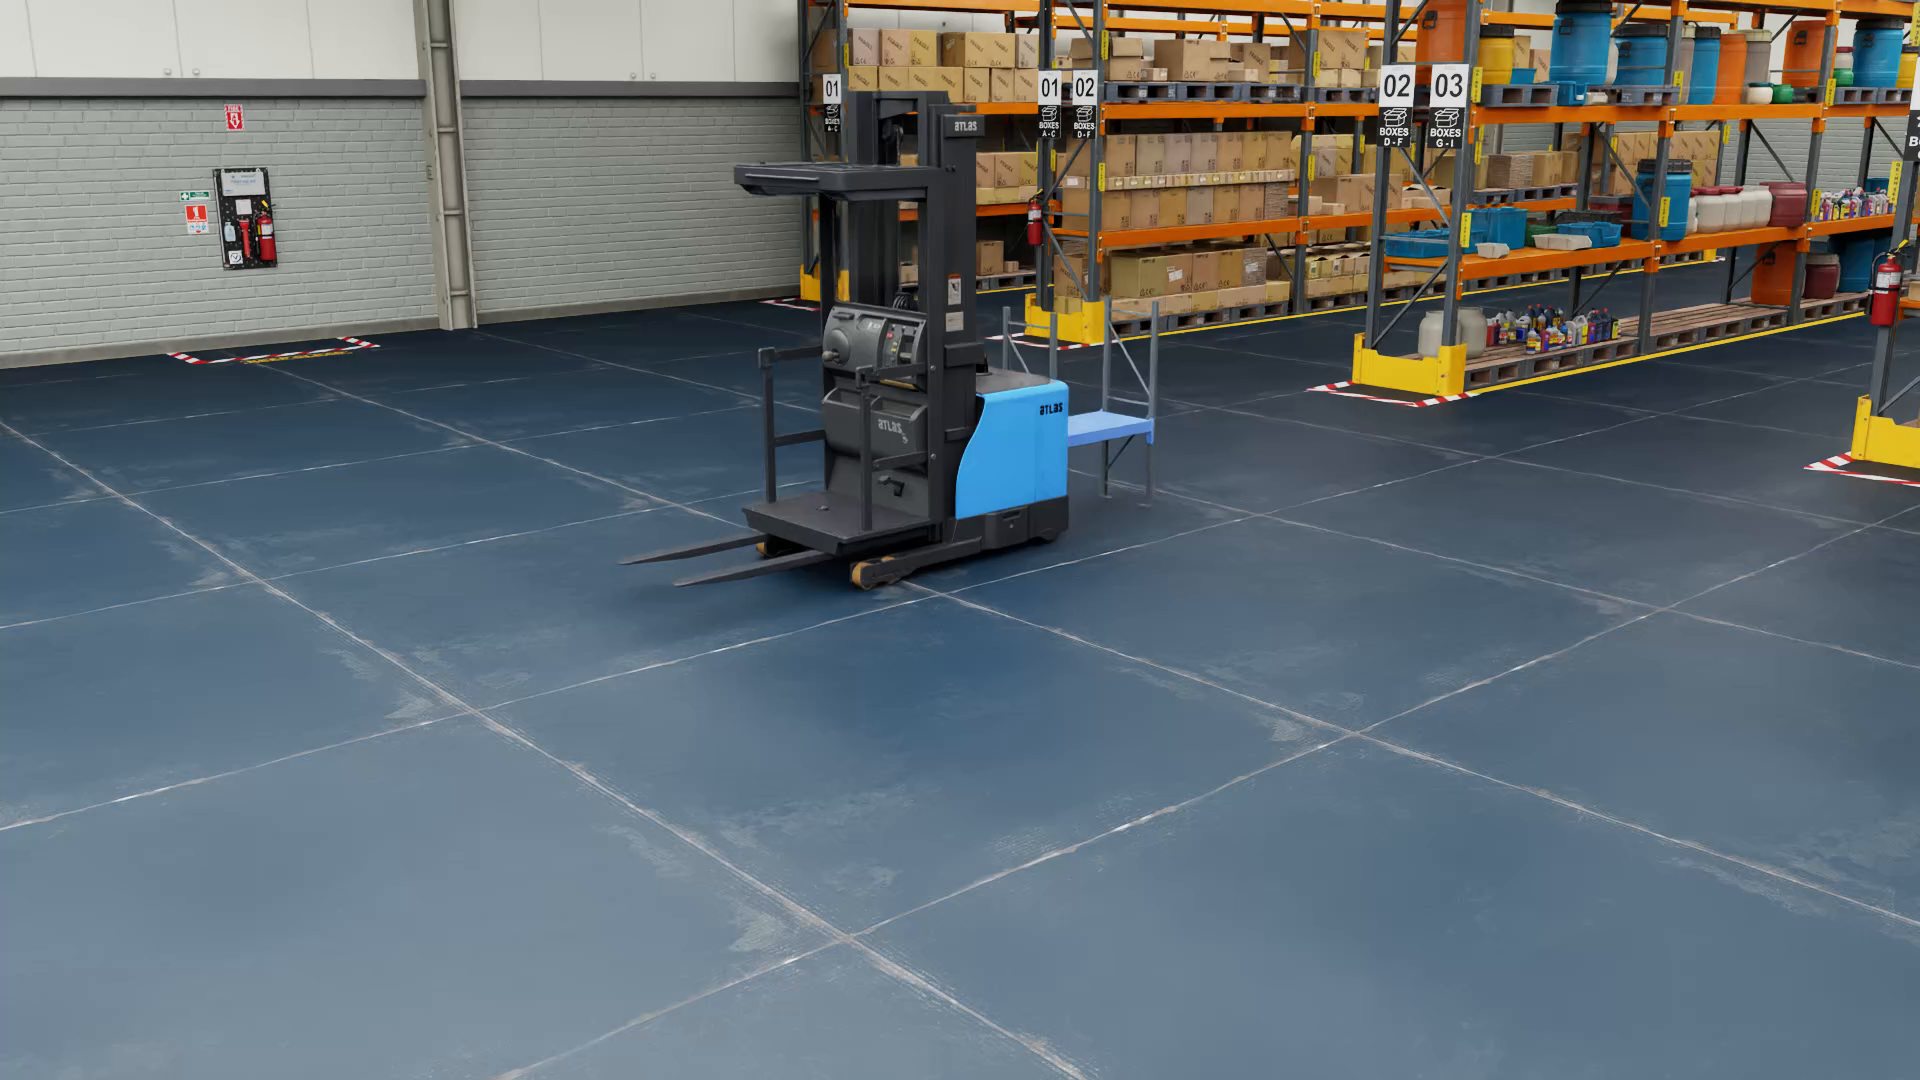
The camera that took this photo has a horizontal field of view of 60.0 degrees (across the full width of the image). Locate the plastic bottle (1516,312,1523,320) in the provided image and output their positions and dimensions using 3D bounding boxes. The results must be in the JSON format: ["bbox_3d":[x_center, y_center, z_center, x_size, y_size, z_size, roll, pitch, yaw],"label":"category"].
[{"bbox_3d":[6.415,-2.468,19.089,0.133,0.283,0.061,-12,19,-37],"label":"plastic bottle"}]

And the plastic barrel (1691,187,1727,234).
[{"bbox_3d":[9.009,-3.985,20.094,0.433,0.535,0.433,0,15,0],"label":"plastic barrel"}]

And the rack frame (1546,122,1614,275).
[{"bbox_3d":[10.376,-5.996,27.885,0.127,3.000,1.000,-13,19,-39],"label":"rack frame"}]

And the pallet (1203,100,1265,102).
[{"bbox_3d":[4.555,-7.760,29.041,1.003,0.211,1.213,-12,19,-37],"label":"pallet"}]

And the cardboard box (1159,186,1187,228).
[{"bbox_3d":[2.456,-4.261,21.196,0.500,0.500,0.700,-12,19,-39],"label":"cardboard box"}]

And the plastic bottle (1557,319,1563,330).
[{"bbox_3d":[6.710,-2.318,18.525,0.133,0.283,0.061,-13,19,-39],"label":"plastic bottle"}]

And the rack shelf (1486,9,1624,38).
[{"bbox_3d":[8.868,-8.015,25.987,4.000,0.370,1.077,-13,19,-39],"label":"rack shelf"}]

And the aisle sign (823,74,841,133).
[{"bbox_3d":[-1.788,-6.112,23.283,0.004,0.787,0.394,-13,19,-39],"label":"aisle sign"}]

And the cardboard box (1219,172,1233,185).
[{"bbox_3d":[3.318,-4.700,21.582,0.250,0.149,0.380,-12,19,-38],"label":"cardboard box"}]

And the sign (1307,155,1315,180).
[{"bbox_3d":[4.707,-4.990,22.286,0.005,0.325,0.100,-13,19,-39],"label":"sign"}]

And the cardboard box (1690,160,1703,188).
[{"bbox_3d":[12.846,-6.505,29.595,0.500,0.500,0.500,-12,19,-39],"label":"cardboard box"}]

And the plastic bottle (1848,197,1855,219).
[{"bbox_3d":[12.048,-4.494,22.489,0.133,0.283,0.061,-13,19,-39],"label":"plastic bottle"}]

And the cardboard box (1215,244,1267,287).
[{"bbox_3d":[3.750,-3.674,22.253,0.500,0.500,0.500,-13,19,-39],"label":"cardboard box"}]

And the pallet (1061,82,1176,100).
[{"bbox_3d":[1.874,-5.484,20.329,1.213,0.211,1.003,-13,19,-39],"label":"pallet"}]

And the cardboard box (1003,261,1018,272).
[{"bbox_3d":[0.703,-4.352,26.367,0.380,0.166,0.250,13,20,40],"label":"cardboard box"}]

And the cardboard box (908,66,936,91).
[{"bbox_3d":[-0.697,-6.615,24.157,0.500,0.500,0.500,-12,19,-37],"label":"cardboard box"}]

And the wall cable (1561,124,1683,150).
[{"bbox_3d":[14.641,-9.924,36.983,0.112,2.526,3.097,-13,19,-39],"label":"wall cable"}]

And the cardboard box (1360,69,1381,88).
[{"bbox_3d":[5.824,-6.532,23.558,0.500,0.250,0.500,14,20,42],"label":"cardboard box"}]

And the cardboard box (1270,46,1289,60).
[{"bbox_3d":[5.965,-8.812,30.116,0.500,0.250,0.500,-13,20,-41],"label":"cardboard box"}]

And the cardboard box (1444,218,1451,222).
[{"bbox_3d":[9.677,-6.495,33.782,0.500,0.500,0.700,-13,19,-39],"label":"cardboard box"}]

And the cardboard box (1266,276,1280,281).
[{"bbox_3d":[4.464,-3.642,23.587,0.500,0.250,0.500,-13,20,-40],"label":"cardboard box"}]

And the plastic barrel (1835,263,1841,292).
[{"bbox_3d":[12.185,-3.745,23.465,0.421,0.512,0.421,0,15,0],"label":"plastic barrel"}]

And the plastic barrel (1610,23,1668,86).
[{"bbox_3d":[7.831,-5.496,19.228,0.708,0.901,0.600,-13,19,-39],"label":"plastic barrel"}]

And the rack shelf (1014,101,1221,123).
[{"bbox_3d":[2.596,-7.045,27.394,4.000,0.370,1.077,-13,19,-39],"label":"rack shelf"}]

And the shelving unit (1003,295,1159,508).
[{"bbox_3d":[0.853,-0.923,11.799,1.048,1.500,0.538,-13,20,-40],"label":"shelving unit"}]

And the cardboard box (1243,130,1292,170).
[{"bbox_3d":[4.011,-5.240,22.345,0.500,0.500,0.700,-13,19,-39],"label":"cardboard box"}]

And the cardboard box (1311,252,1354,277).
[{"bbox_3d":[5.198,-3.892,23.434,0.500,0.311,0.500,-13,20,-40],"label":"cardboard box"}]

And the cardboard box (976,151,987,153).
[{"bbox_3d":[0.202,-5.778,25.868,0.500,0.500,0.500,-13,20,-40],"label":"cardboard box"}]

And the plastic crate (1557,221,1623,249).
[{"bbox_3d":[6.934,-3.364,18.319,0.616,0.251,0.499,-13,19,-39],"label":"plastic crate"}]

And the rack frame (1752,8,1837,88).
[{"bbox_3d":[10.608,-7.252,20.962,0.127,3.000,1.000,-13,19,-39],"label":"rack frame"}]

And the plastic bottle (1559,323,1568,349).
[{"bbox_3d":[6.632,-2.249,18.290,0.097,0.271,0.097,0,15,0],"label":"plastic bottle"}]

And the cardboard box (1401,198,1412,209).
[{"bbox_3d":[6.434,-4.970,24.531,0.250,0.149,0.380,-11,18,-35],"label":"cardboard box"}]

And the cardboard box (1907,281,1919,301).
[{"bbox_3d":[7.903,-2.001,13.416,0.250,0.149,0.380,-13,19,-39],"label":"cardboard box"}]

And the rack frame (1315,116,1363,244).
[{"bbox_3d":[7.122,-6.960,31.493,0.127,3.000,1.000,-13,19,-39],"label":"rack frame"}]

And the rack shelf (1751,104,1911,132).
[{"bbox_3d":[12.116,-5.794,22.710,4.000,0.370,1.077,-13,19,-39],"label":"rack shelf"}]

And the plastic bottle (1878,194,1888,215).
[{"bbox_3d":[12.884,-4.694,23.252,0.135,0.276,0.152,-13,19,-39],"label":"plastic bottle"}]

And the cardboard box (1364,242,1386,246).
[{"bbox_3d":[6.380,-4.342,25.119,0.500,0.311,0.500,-13,20,-41],"label":"cardboard box"}]

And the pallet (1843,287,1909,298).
[{"bbox_3d":[13.016,-3.561,24.174,1.213,0.211,1.003,-13,19,-39],"label":"pallet"}]

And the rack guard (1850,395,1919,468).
[{"bbox_3d":[7.881,-0.839,13.423,0.348,0.500,1.175,-13,19,-39],"label":"rack guard"}]

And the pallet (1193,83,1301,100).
[{"bbox_3d":[3.715,-5.898,21.876,1.213,0.211,1.003,-13,19,-39],"label":"pallet"}]

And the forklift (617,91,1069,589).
[{"bbox_3d":[-0.697,-1.267,10.313,3.031,2.935,1.130,-13,20,-40],"label":"forklift"}]

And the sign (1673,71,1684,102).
[{"bbox_3d":[7.943,-5.020,18.403,0.005,0.325,0.100,-13,19,-39],"label":"sign"}]

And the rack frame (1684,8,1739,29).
[{"bbox_3d":[13.394,-9.572,29.648,0.127,3.000,1.000,-13,19,-39],"label":"rack frame"}]

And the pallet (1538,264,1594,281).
[{"bbox_3d":[9.788,-4.504,27.702,1.213,0.211,1.003,-13,19,-39],"label":"pallet"}]

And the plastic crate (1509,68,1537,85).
[{"bbox_3d":[5.814,-4.821,17.706,0.575,0.384,0.392,-13,19,-39],"label":"plastic crate"}]

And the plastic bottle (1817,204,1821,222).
[{"bbox_3d":[11.252,-4.316,21.845,0.097,0.271,0.097,0,15,0],"label":"plastic bottle"}]

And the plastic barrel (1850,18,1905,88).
[{"bbox_3d":[12.438,-6.606,22.573,0.708,0.901,0.600,-13,19,-39],"label":"plastic barrel"}]

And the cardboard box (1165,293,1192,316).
[{"bbox_3d":[2.627,-3.055,21.390,0.500,0.250,0.500,-13,19,-39],"label":"cardboard box"}]

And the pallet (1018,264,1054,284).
[{"bbox_3d":[1.673,-4.390,27.274,1.213,0.211,1.003,-13,19,-39],"label":"pallet"}]

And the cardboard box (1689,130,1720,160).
[{"bbox_3d":[13.239,-7.076,29.797,0.500,0.500,0.500,-13,20,-40],"label":"cardboard box"}]

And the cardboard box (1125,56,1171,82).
[{"bbox_3d":[2.439,-5.980,21.102,0.500,0.311,0.500,-10,18,-33],"label":"cardboard box"}]

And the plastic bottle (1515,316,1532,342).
[{"bbox_3d":[6.362,-2.388,18.803,0.135,0.276,0.152,-13,19,-39],"label":"plastic bottle"}]

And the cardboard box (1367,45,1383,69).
[{"bbox_3d":[7.844,-9.016,31.209,0.500,0.500,0.500,-13,20,-40],"label":"cardboard box"}]

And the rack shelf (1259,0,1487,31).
[{"bbox_3d":[5.850,-7.337,23.450,4.000,0.370,1.077,-13,19,-39],"label":"rack shelf"}]

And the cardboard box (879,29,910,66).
[{"bbox_3d":[-1.069,-7.010,23.700,0.500,0.500,0.500,-13,20,-40],"label":"cardboard box"}]

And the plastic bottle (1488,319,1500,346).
[{"bbox_3d":[5.949,-2.312,18.503,0.133,0.283,0.061,-13,19,-39],"label":"plastic bottle"}]

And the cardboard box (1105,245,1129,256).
[{"bbox_3d":[2.399,-4.913,27.823,0.500,0.500,0.700,-12,19,-39],"label":"cardboard box"}]
